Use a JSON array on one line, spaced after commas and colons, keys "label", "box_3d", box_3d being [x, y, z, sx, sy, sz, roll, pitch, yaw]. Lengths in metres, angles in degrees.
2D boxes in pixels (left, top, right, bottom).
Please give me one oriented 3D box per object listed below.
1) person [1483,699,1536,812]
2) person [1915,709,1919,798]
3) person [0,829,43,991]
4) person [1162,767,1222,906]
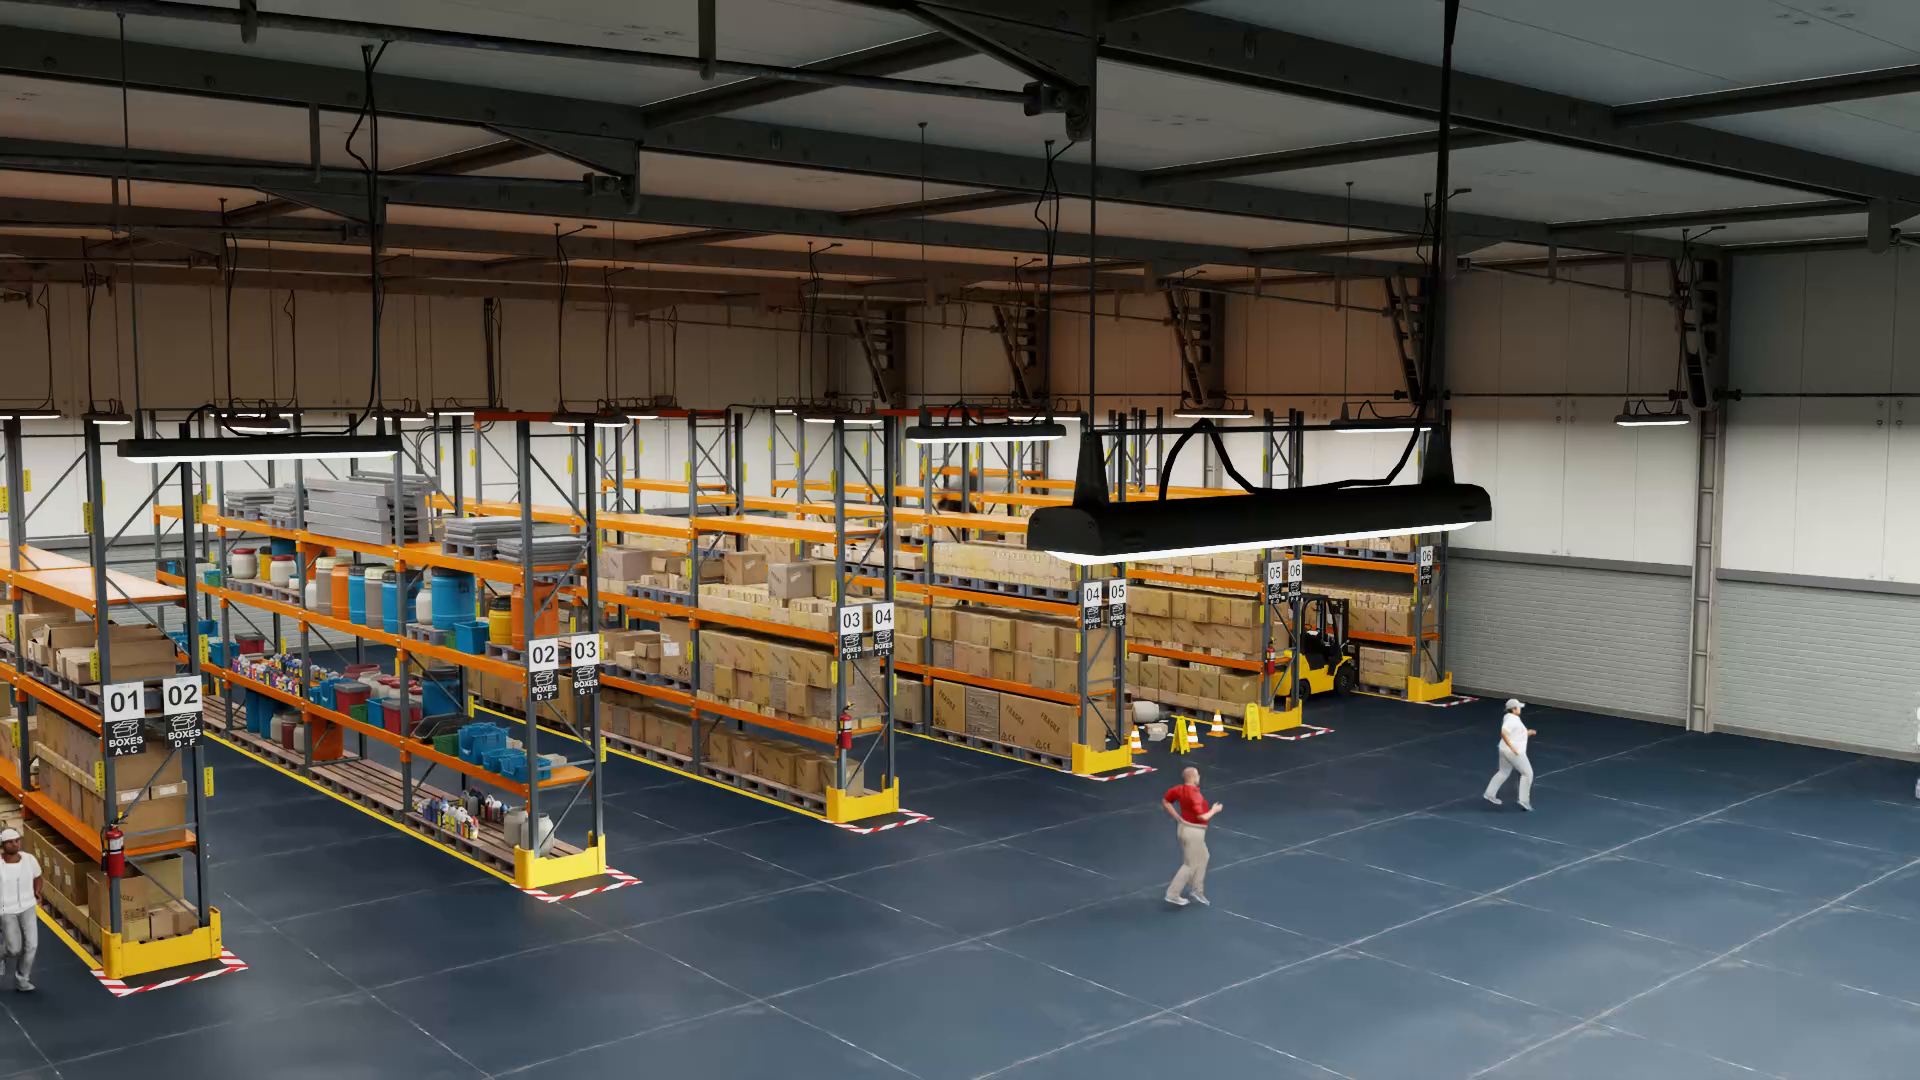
[{"label": "person", "box_3d": [8.404, 3.280, 25.347, 0.748, 1.729, 0.579, 0, 5, -2]}, {"label": "person", "box_3d": [15.214, 3.191, 25.940, 0.566, 1.732, 0.650, 0, 5, 2]}, {"label": "person", "box_3d": [-10.058, 3.919, 17.679, 0.605, 1.706, 0.689, 4, 6, 37]}, {"label": "person", "box_3d": [2.855, 3.680, 20.483, 0.748, 1.797, 0.640, -1, 5, -15]}]
